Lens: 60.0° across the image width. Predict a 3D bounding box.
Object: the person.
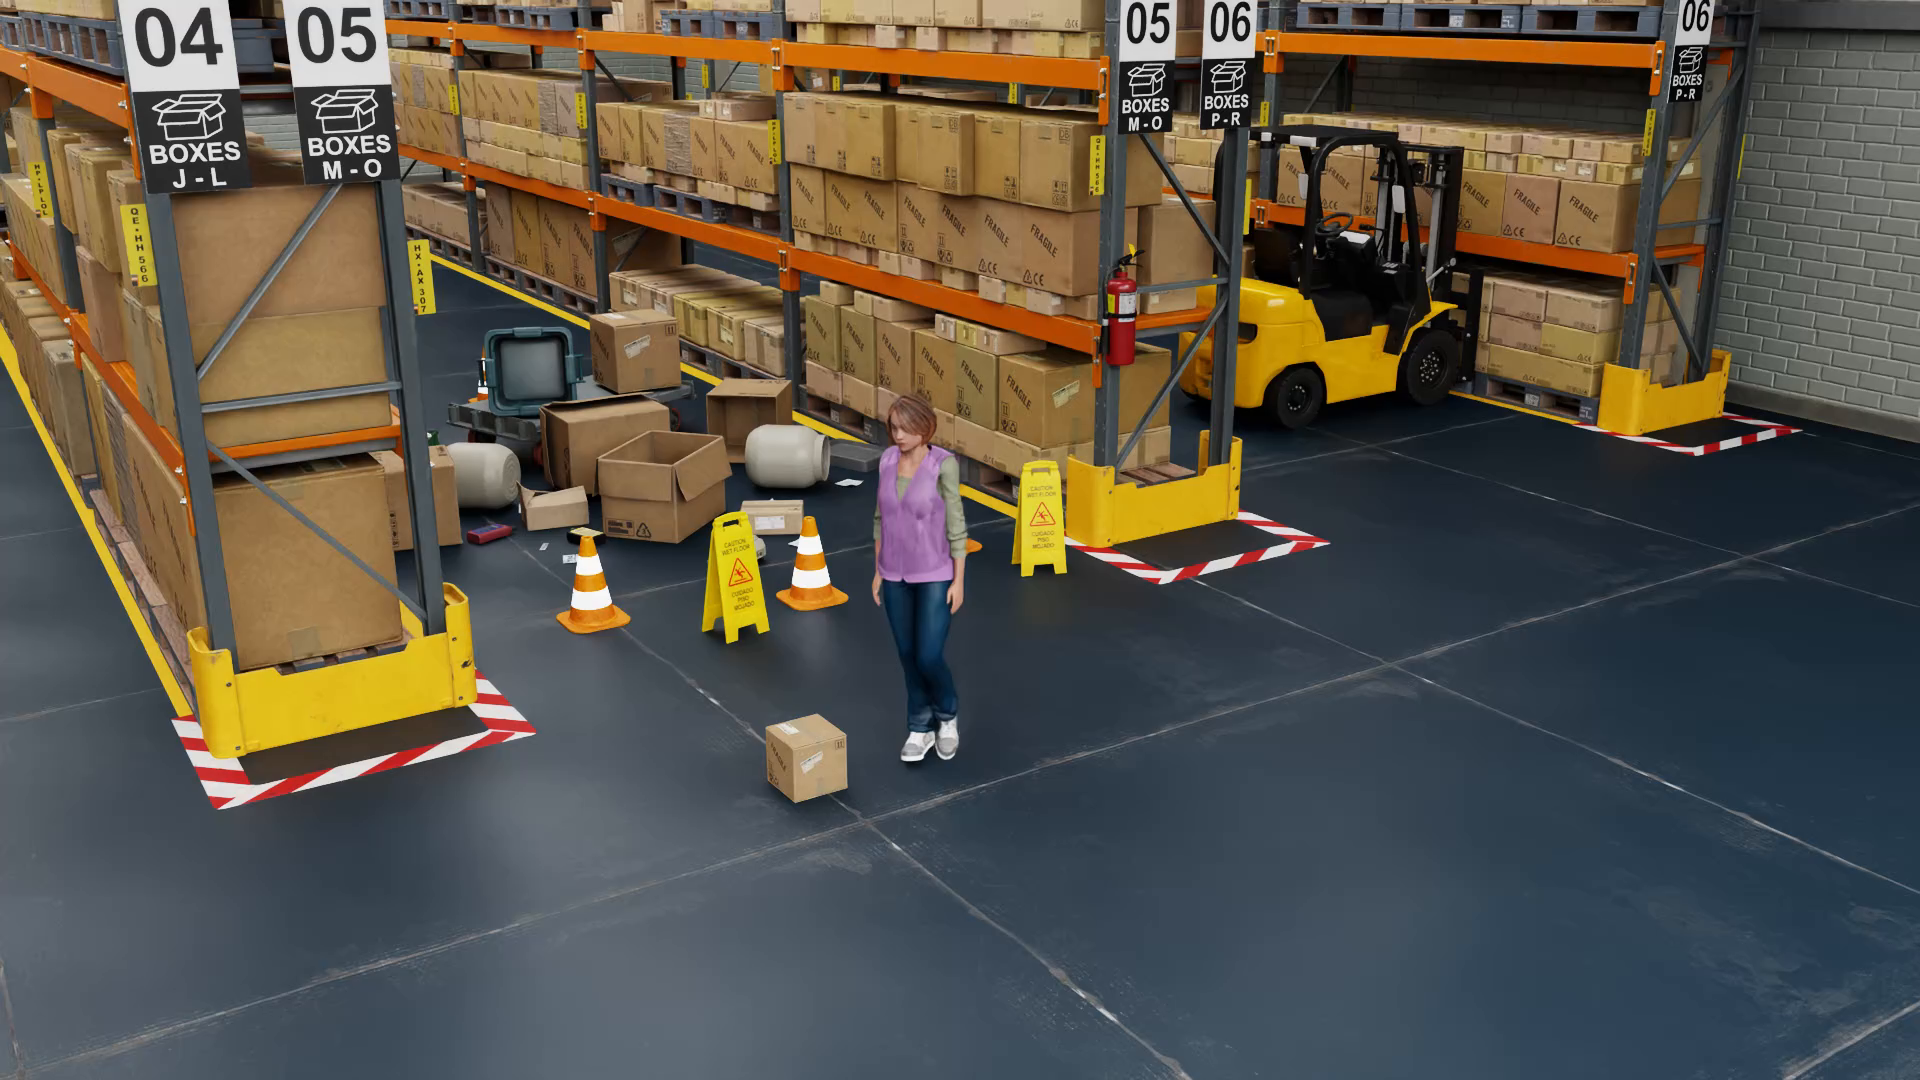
[{"bbox_3d":[-0.169,0.166,7.045,0.440,1.608,0.360,10,21,27],"label":"person"}]
